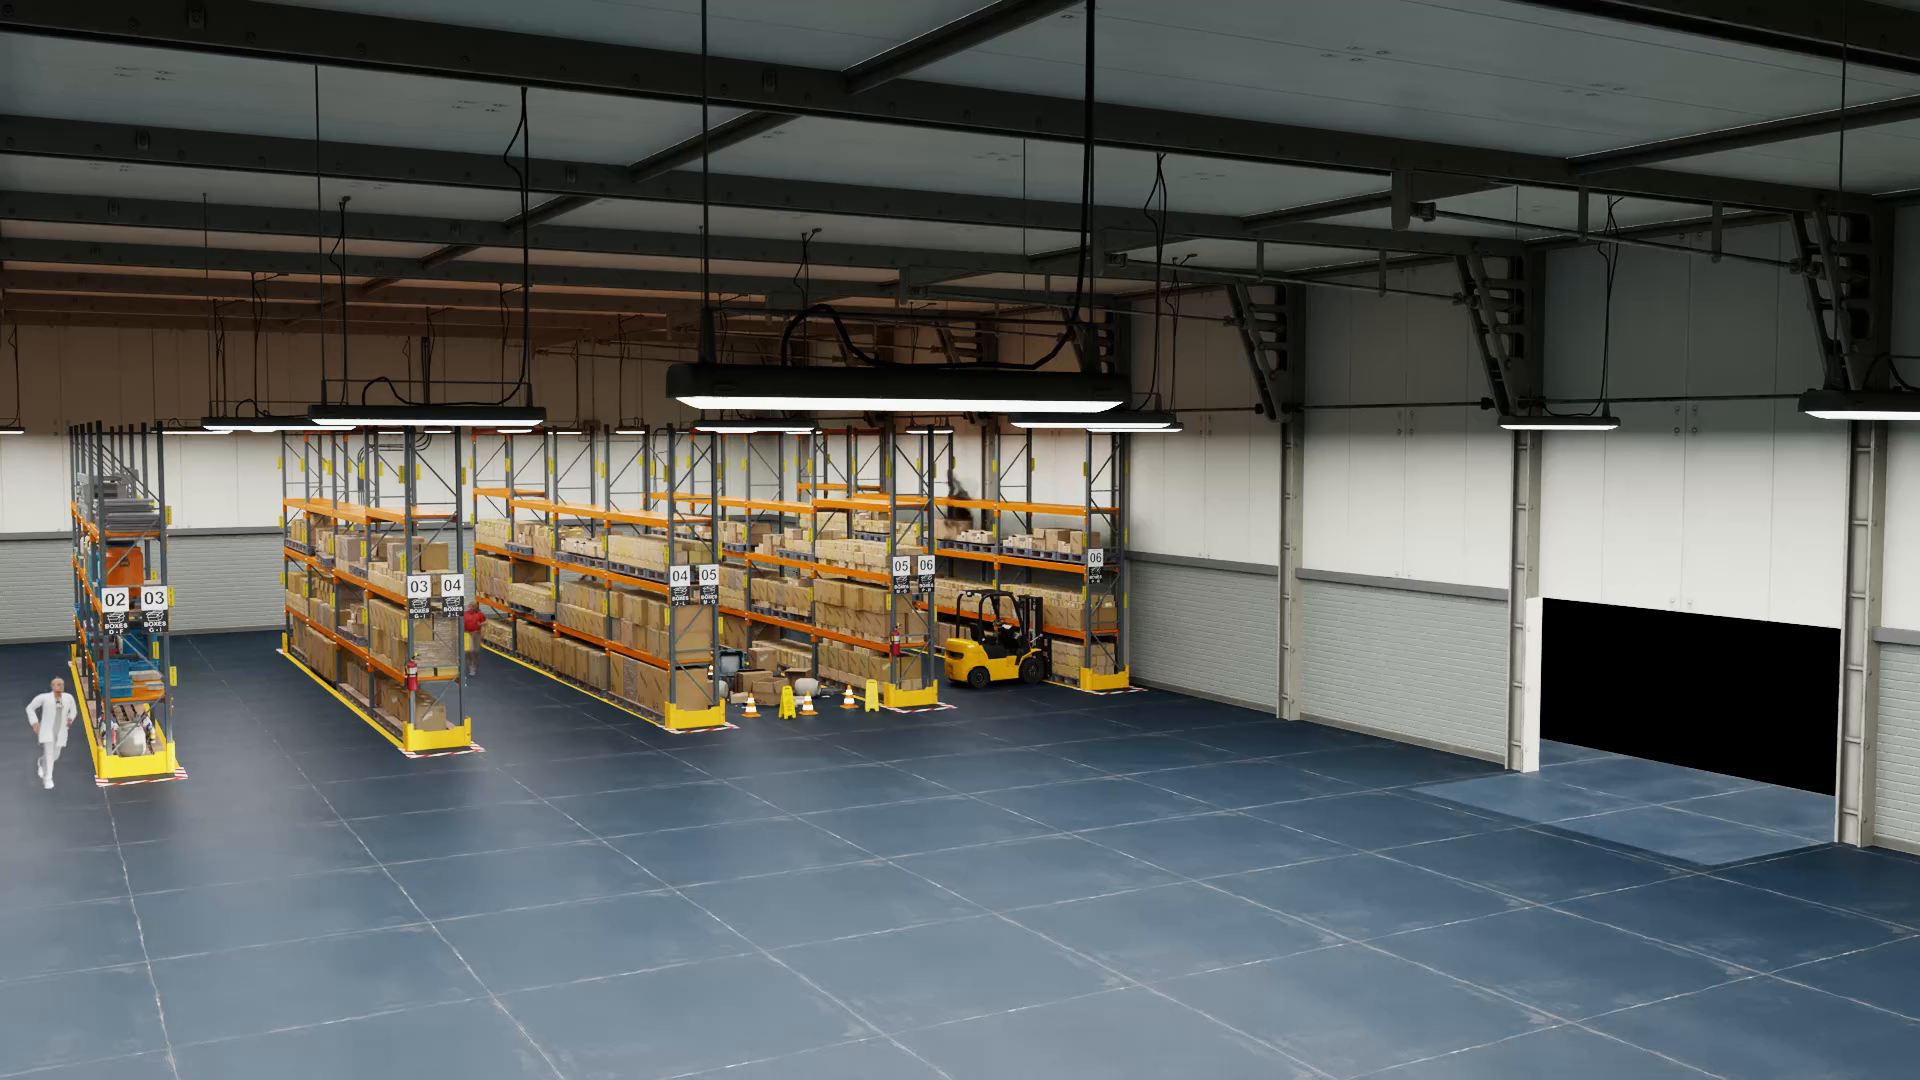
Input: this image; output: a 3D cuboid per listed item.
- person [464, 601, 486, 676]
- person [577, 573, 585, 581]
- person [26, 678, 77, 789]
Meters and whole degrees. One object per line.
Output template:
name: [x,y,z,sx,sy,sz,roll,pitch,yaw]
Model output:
person: [-11.803,2.368,40.272,0.643,1.782,0.848,-3,4,-36]
person: [-11.272,1.828,49.495,0.725,1.679,0.664,-3,4,-36]
person: [-15.012,3.164,27.536,0.901,1.753,0.750,3,5,42]
